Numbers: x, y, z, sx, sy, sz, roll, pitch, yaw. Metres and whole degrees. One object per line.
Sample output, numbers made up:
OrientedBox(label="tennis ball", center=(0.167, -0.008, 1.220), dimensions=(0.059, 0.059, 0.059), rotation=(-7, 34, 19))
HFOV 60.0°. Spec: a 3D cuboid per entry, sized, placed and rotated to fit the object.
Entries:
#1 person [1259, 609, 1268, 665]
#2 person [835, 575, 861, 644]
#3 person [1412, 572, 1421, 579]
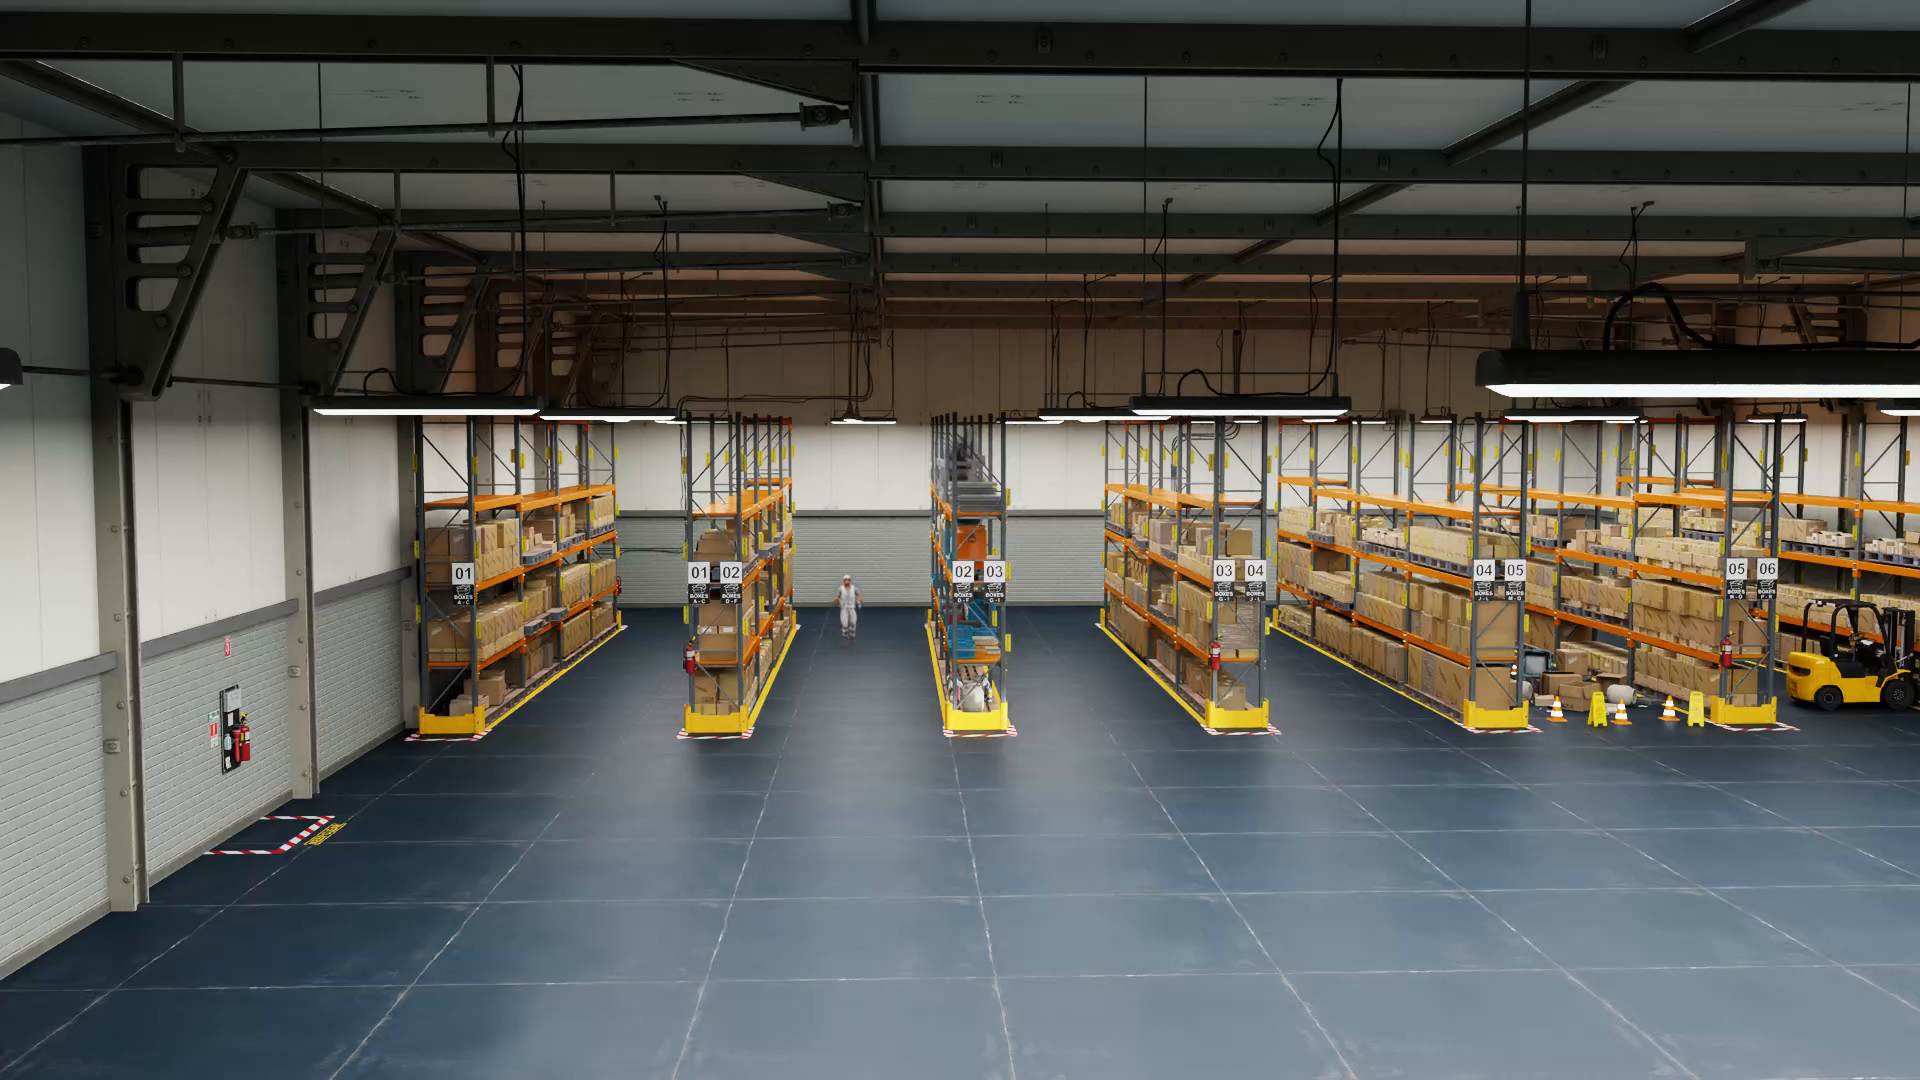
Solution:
OrientedBox(label="person", center=(7.213, 2.144, 40.330), dimensions=(0.598, 1.688, 0.848), rotation=(-1, 4, -12))
OrientedBox(label="person", center=(-2.862, 1.781, 42.563), dimensions=(0.683, 1.775, 0.609), rotation=(-1, 4, -8))
OrientedBox(label="person", center=(13.490, 1.547, 49.282), dimensions=(0.693, 1.667, 0.621), rotation=(0, 4, -1))
